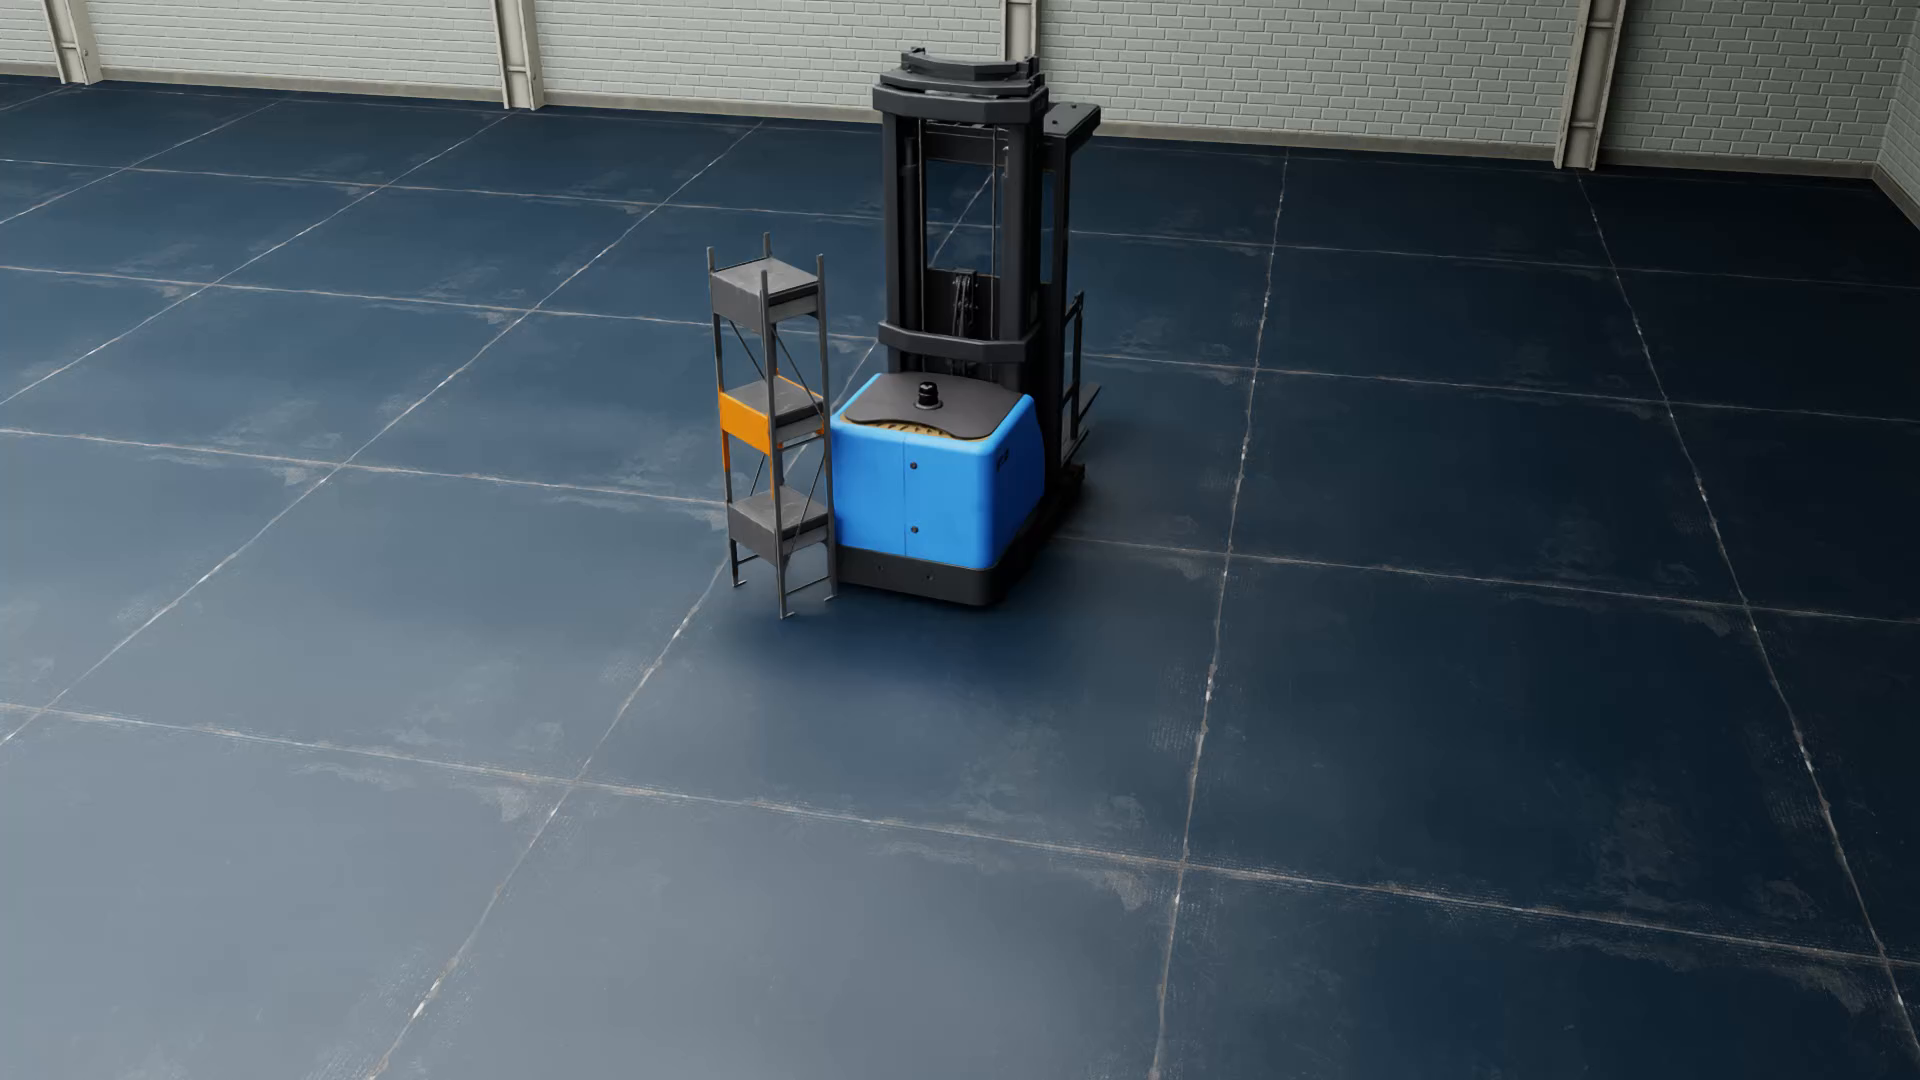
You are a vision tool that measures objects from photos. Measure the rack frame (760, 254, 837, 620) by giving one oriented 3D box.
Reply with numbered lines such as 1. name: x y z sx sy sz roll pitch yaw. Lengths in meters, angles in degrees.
1. rack frame: -0.878 -0.528 9.190 0.400 2.100 0.015 -23 36 -35

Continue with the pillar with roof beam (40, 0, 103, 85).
1. pillar with roof beam: -11.969 -7.718 15.139 0.400 9.000 9.100 6 29 11

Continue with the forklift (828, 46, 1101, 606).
1. forklift: 0.192 -1.597 10.278 1.130 2.935 3.031 10 30 17

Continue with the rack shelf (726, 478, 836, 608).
1. rack shelf: -1.039 0.010 9.694 0.431 0.518 0.480 -23 36 -35

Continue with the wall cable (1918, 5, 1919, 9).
1. wall cable: 9.138 -5.656 14.607 0.112 2.526 3.097 6 29 11

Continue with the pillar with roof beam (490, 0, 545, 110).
1. pillar with roof beam: -6.101 -7.116 14.040 0.400 9.000 9.100 6 29 11

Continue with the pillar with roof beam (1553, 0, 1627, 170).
1. pillar with roof beam: 5.634 -5.913 11.842 0.400 9.000 9.100 6 29 11

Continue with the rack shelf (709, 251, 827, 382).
1. rack shelf: -1.039 -1.218 9.021 0.431 0.518 0.480 -23 36 -35

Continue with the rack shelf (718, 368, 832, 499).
1. rack shelf: -1.039 -0.604 9.358 0.431 0.518 0.480 -23 36 -35

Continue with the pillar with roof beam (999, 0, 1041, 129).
1. pillar with roof beam: -0.233 -6.515 12.941 0.400 9.000 9.100 6 29 11

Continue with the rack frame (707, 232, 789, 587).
1. rack frame: -1.199 -0.705 9.512 0.400 2.100 0.015 -23 36 -35

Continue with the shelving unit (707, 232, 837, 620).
1. shelving unit: -1.039 -0.616 9.351 0.431 2.100 0.503 -23 36 -35
